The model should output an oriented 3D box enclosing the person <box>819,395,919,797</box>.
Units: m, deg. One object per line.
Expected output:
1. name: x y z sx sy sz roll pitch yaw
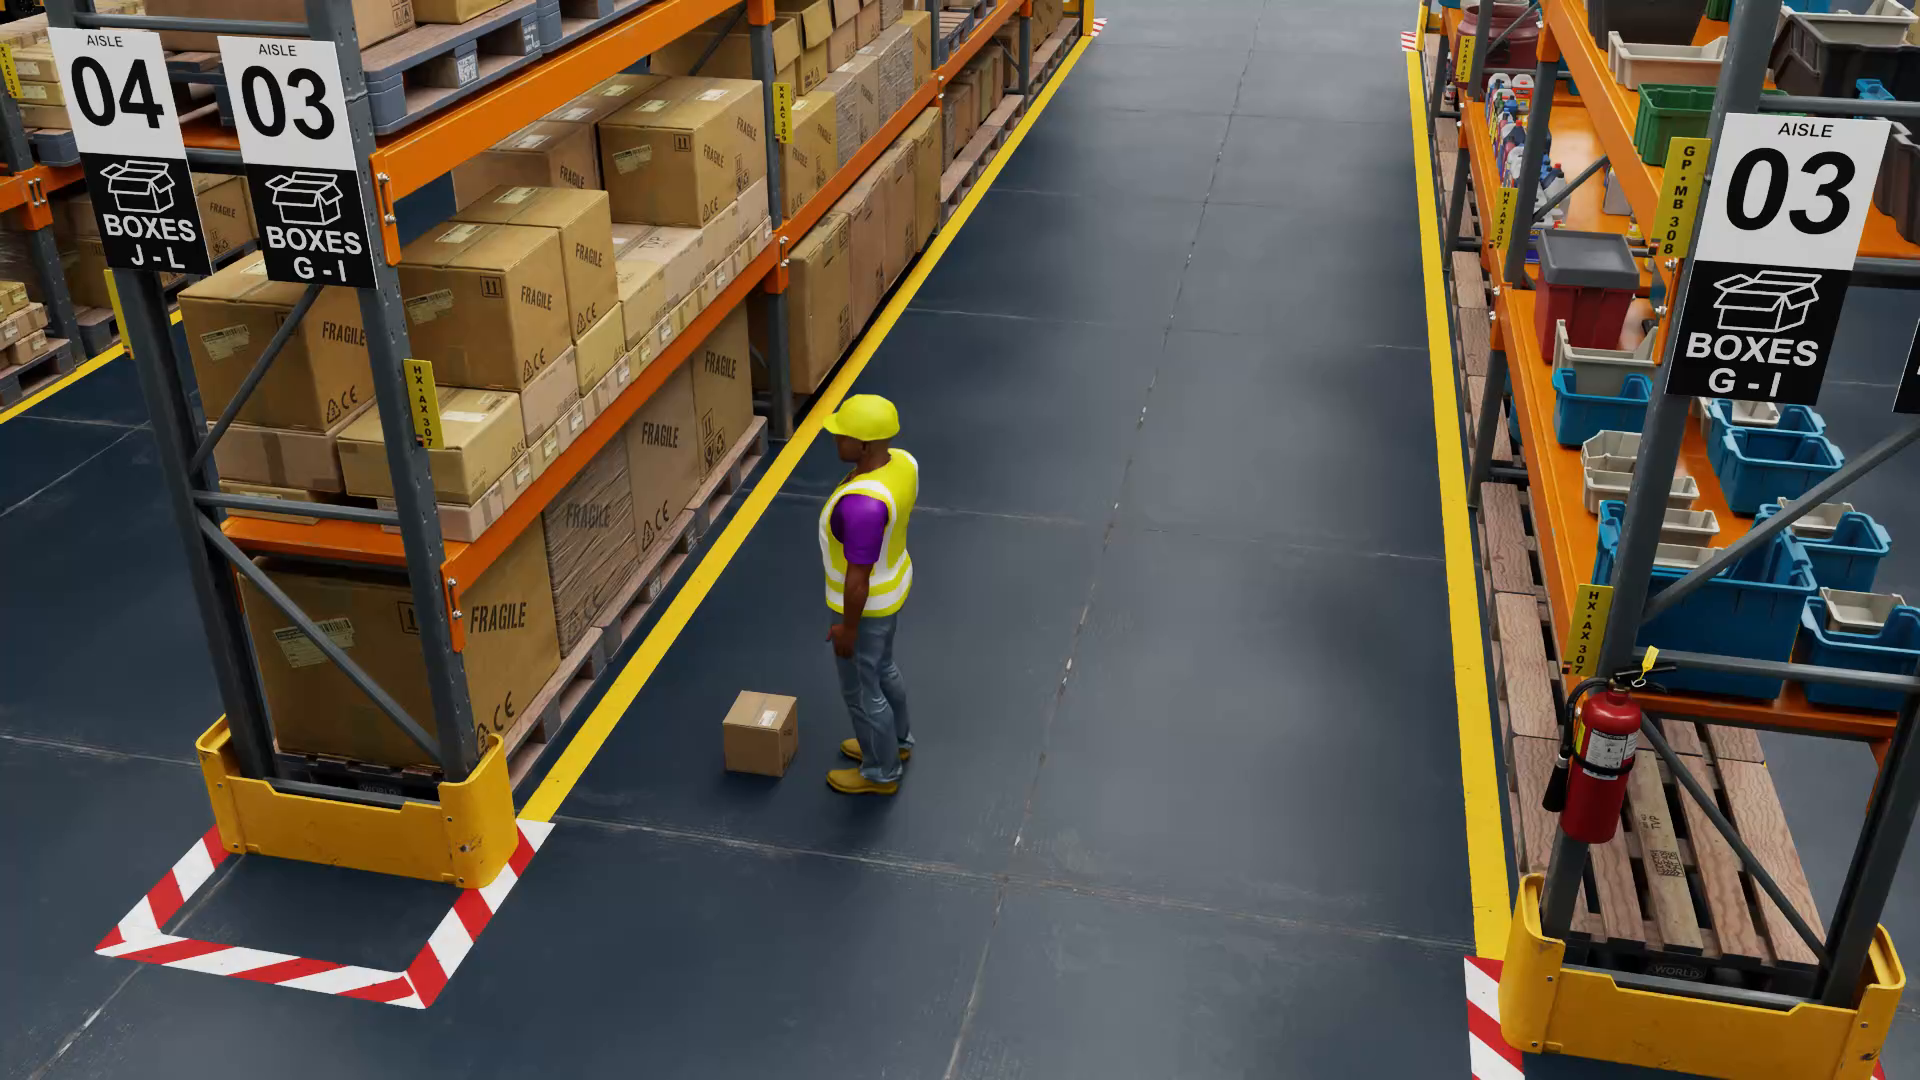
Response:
1. person: -0.372 0.228 6.686 0.361 1.761 0.563 7 29 12
